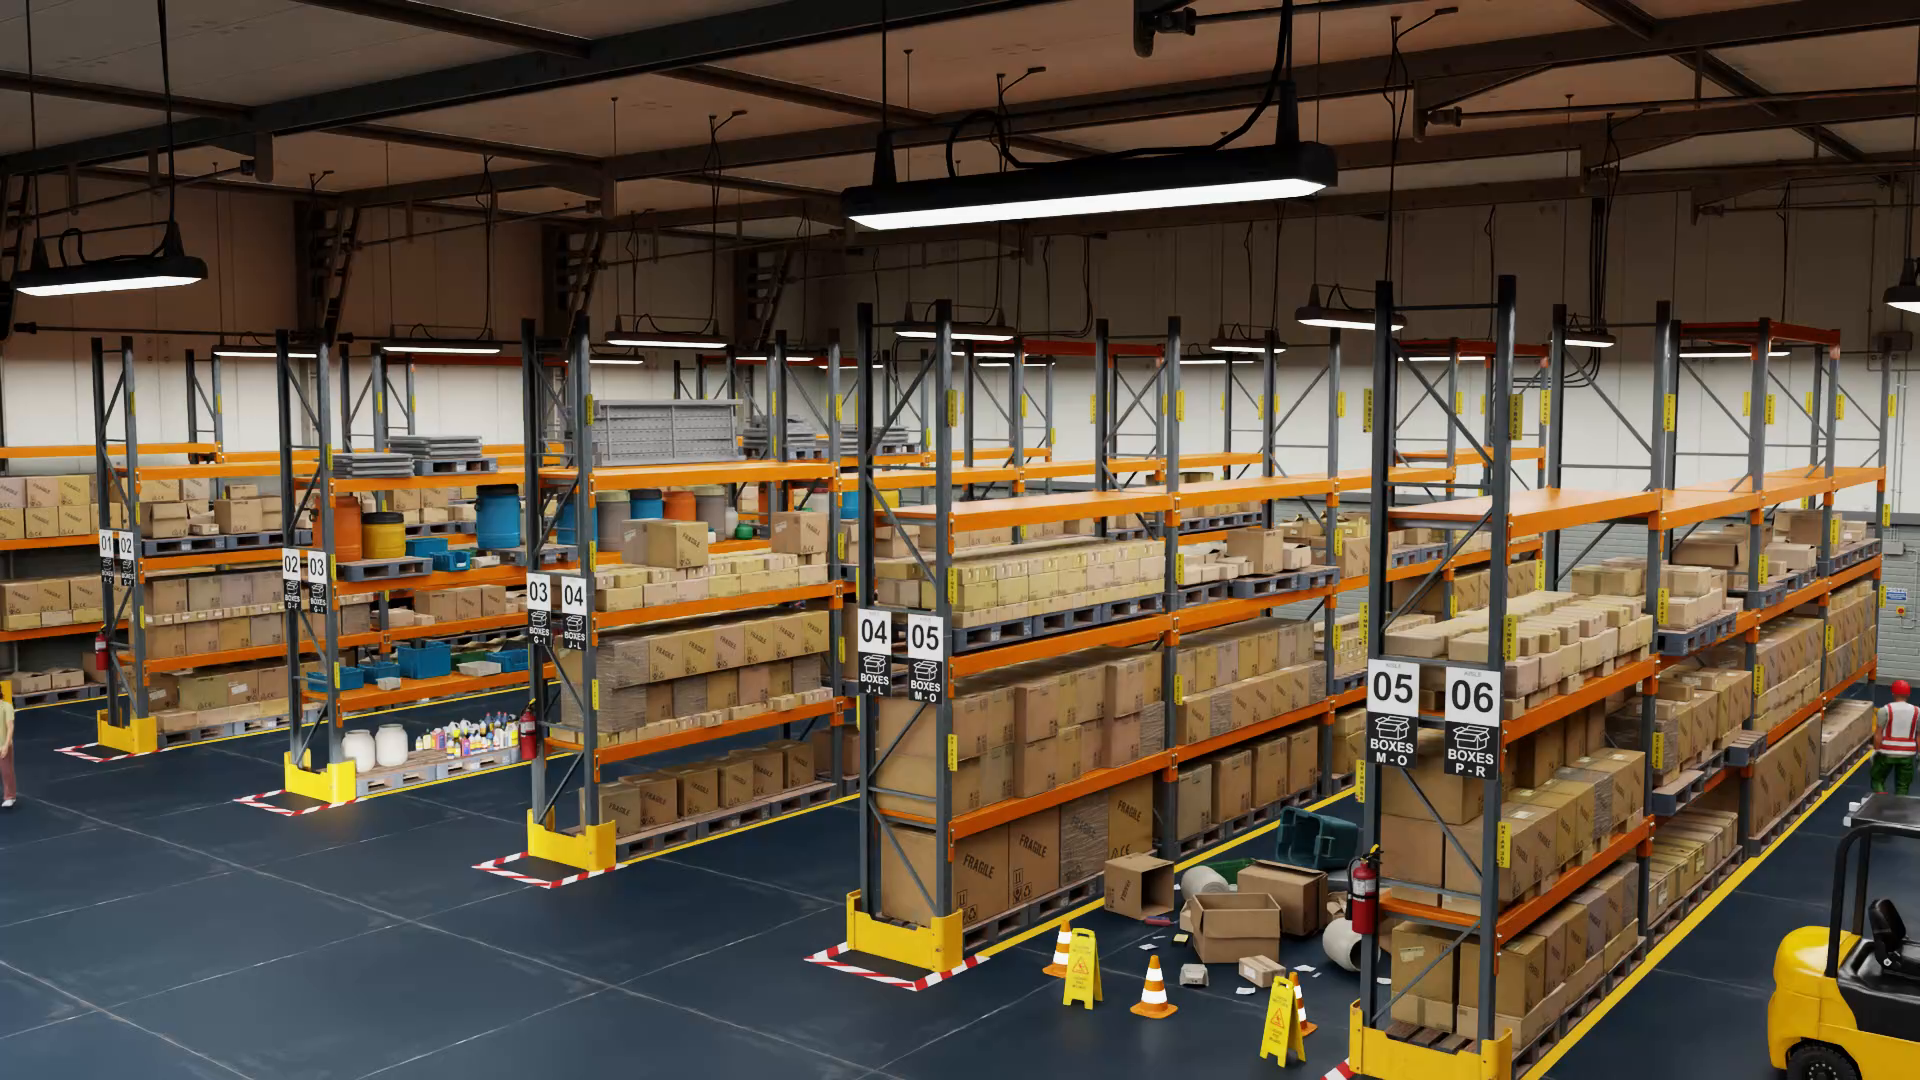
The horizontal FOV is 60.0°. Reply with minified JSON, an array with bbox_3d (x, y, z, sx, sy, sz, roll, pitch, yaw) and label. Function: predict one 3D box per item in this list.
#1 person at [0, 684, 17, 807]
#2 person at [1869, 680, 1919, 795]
[{"bbox_3d":[-11.913,2.544,20.489,0.490,1.625,0.929,-1,5,-15],"label":"person"},{"bbox_3d":[11.125,2.560,19.750,0.593,1.802,0.403,1,5,14],"label":"person"}]
